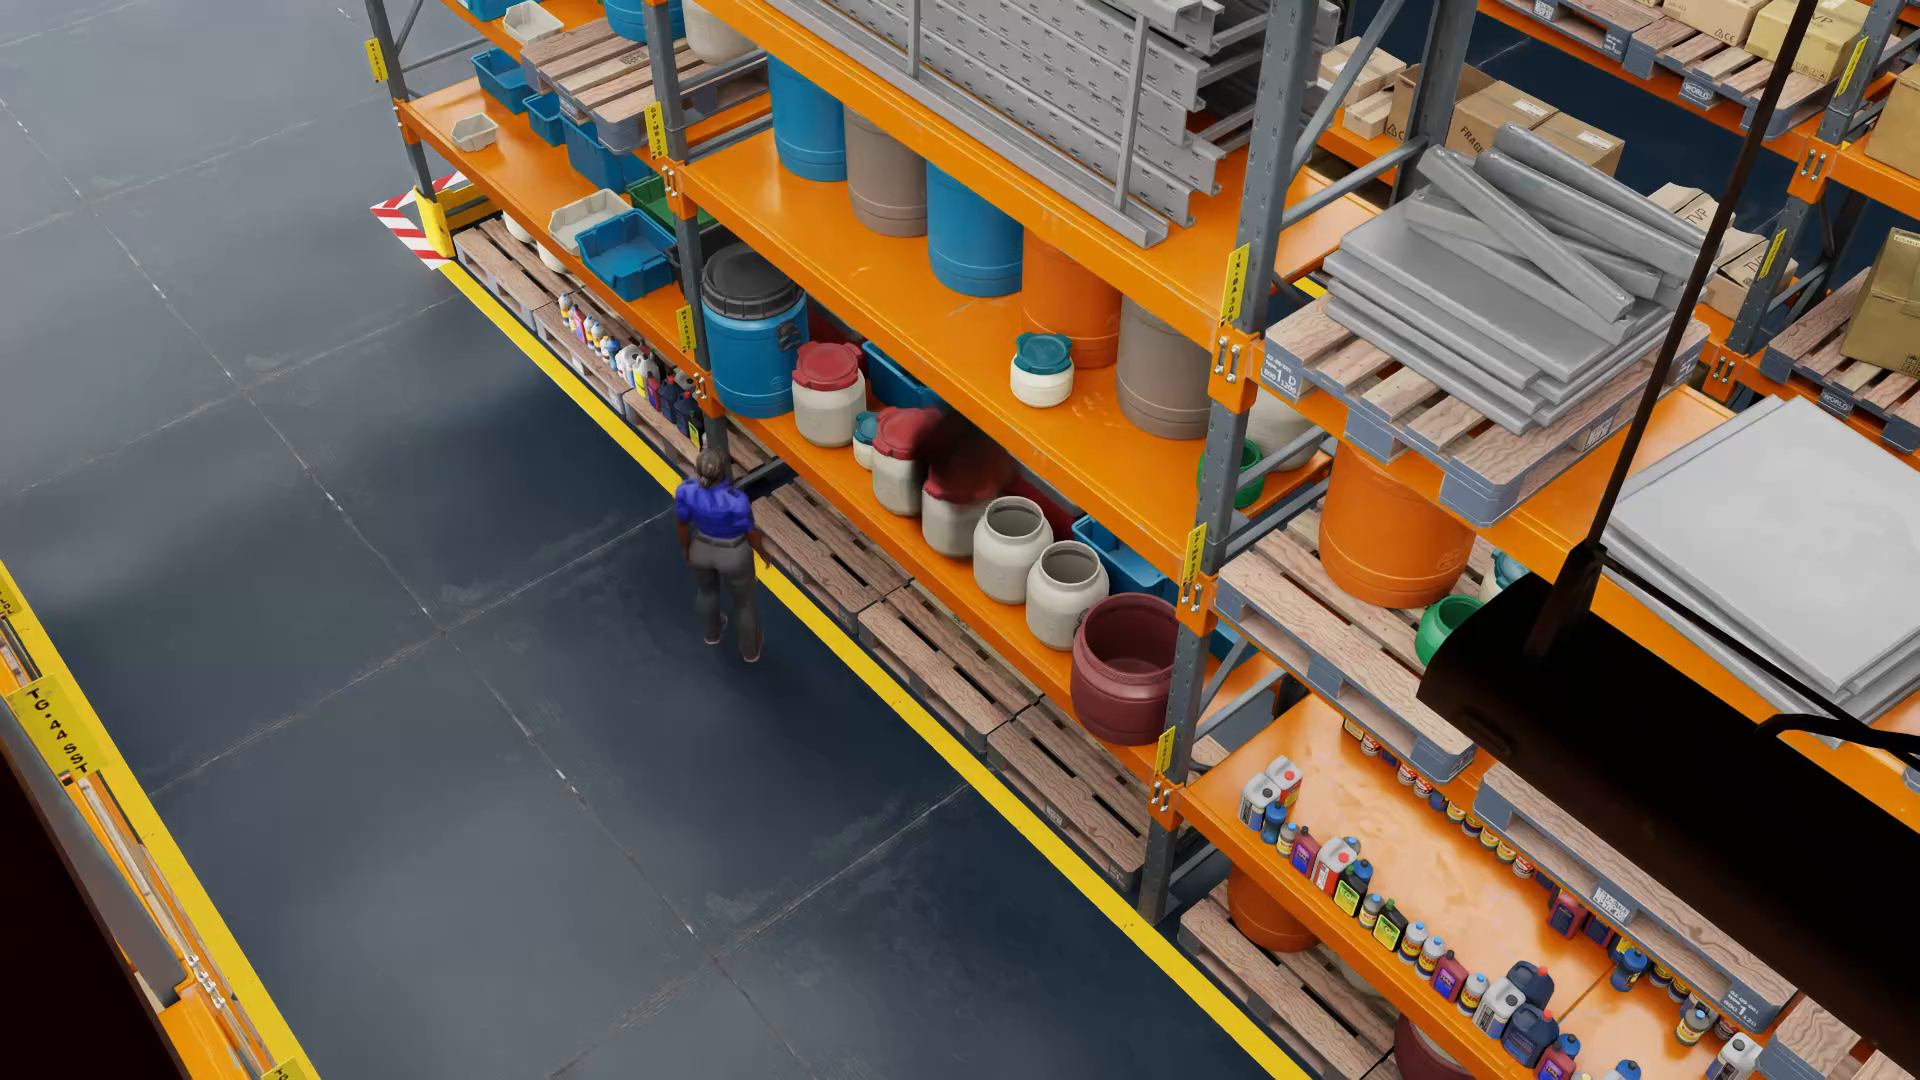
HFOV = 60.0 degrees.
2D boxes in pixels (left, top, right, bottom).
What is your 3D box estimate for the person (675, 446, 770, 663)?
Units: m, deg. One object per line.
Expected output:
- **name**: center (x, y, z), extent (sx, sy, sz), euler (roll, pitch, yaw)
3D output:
- **person**: center (-1.351, 0.059, 9.570), extent (0.499, 1.679, 0.376), euler (14, 48, 13)
